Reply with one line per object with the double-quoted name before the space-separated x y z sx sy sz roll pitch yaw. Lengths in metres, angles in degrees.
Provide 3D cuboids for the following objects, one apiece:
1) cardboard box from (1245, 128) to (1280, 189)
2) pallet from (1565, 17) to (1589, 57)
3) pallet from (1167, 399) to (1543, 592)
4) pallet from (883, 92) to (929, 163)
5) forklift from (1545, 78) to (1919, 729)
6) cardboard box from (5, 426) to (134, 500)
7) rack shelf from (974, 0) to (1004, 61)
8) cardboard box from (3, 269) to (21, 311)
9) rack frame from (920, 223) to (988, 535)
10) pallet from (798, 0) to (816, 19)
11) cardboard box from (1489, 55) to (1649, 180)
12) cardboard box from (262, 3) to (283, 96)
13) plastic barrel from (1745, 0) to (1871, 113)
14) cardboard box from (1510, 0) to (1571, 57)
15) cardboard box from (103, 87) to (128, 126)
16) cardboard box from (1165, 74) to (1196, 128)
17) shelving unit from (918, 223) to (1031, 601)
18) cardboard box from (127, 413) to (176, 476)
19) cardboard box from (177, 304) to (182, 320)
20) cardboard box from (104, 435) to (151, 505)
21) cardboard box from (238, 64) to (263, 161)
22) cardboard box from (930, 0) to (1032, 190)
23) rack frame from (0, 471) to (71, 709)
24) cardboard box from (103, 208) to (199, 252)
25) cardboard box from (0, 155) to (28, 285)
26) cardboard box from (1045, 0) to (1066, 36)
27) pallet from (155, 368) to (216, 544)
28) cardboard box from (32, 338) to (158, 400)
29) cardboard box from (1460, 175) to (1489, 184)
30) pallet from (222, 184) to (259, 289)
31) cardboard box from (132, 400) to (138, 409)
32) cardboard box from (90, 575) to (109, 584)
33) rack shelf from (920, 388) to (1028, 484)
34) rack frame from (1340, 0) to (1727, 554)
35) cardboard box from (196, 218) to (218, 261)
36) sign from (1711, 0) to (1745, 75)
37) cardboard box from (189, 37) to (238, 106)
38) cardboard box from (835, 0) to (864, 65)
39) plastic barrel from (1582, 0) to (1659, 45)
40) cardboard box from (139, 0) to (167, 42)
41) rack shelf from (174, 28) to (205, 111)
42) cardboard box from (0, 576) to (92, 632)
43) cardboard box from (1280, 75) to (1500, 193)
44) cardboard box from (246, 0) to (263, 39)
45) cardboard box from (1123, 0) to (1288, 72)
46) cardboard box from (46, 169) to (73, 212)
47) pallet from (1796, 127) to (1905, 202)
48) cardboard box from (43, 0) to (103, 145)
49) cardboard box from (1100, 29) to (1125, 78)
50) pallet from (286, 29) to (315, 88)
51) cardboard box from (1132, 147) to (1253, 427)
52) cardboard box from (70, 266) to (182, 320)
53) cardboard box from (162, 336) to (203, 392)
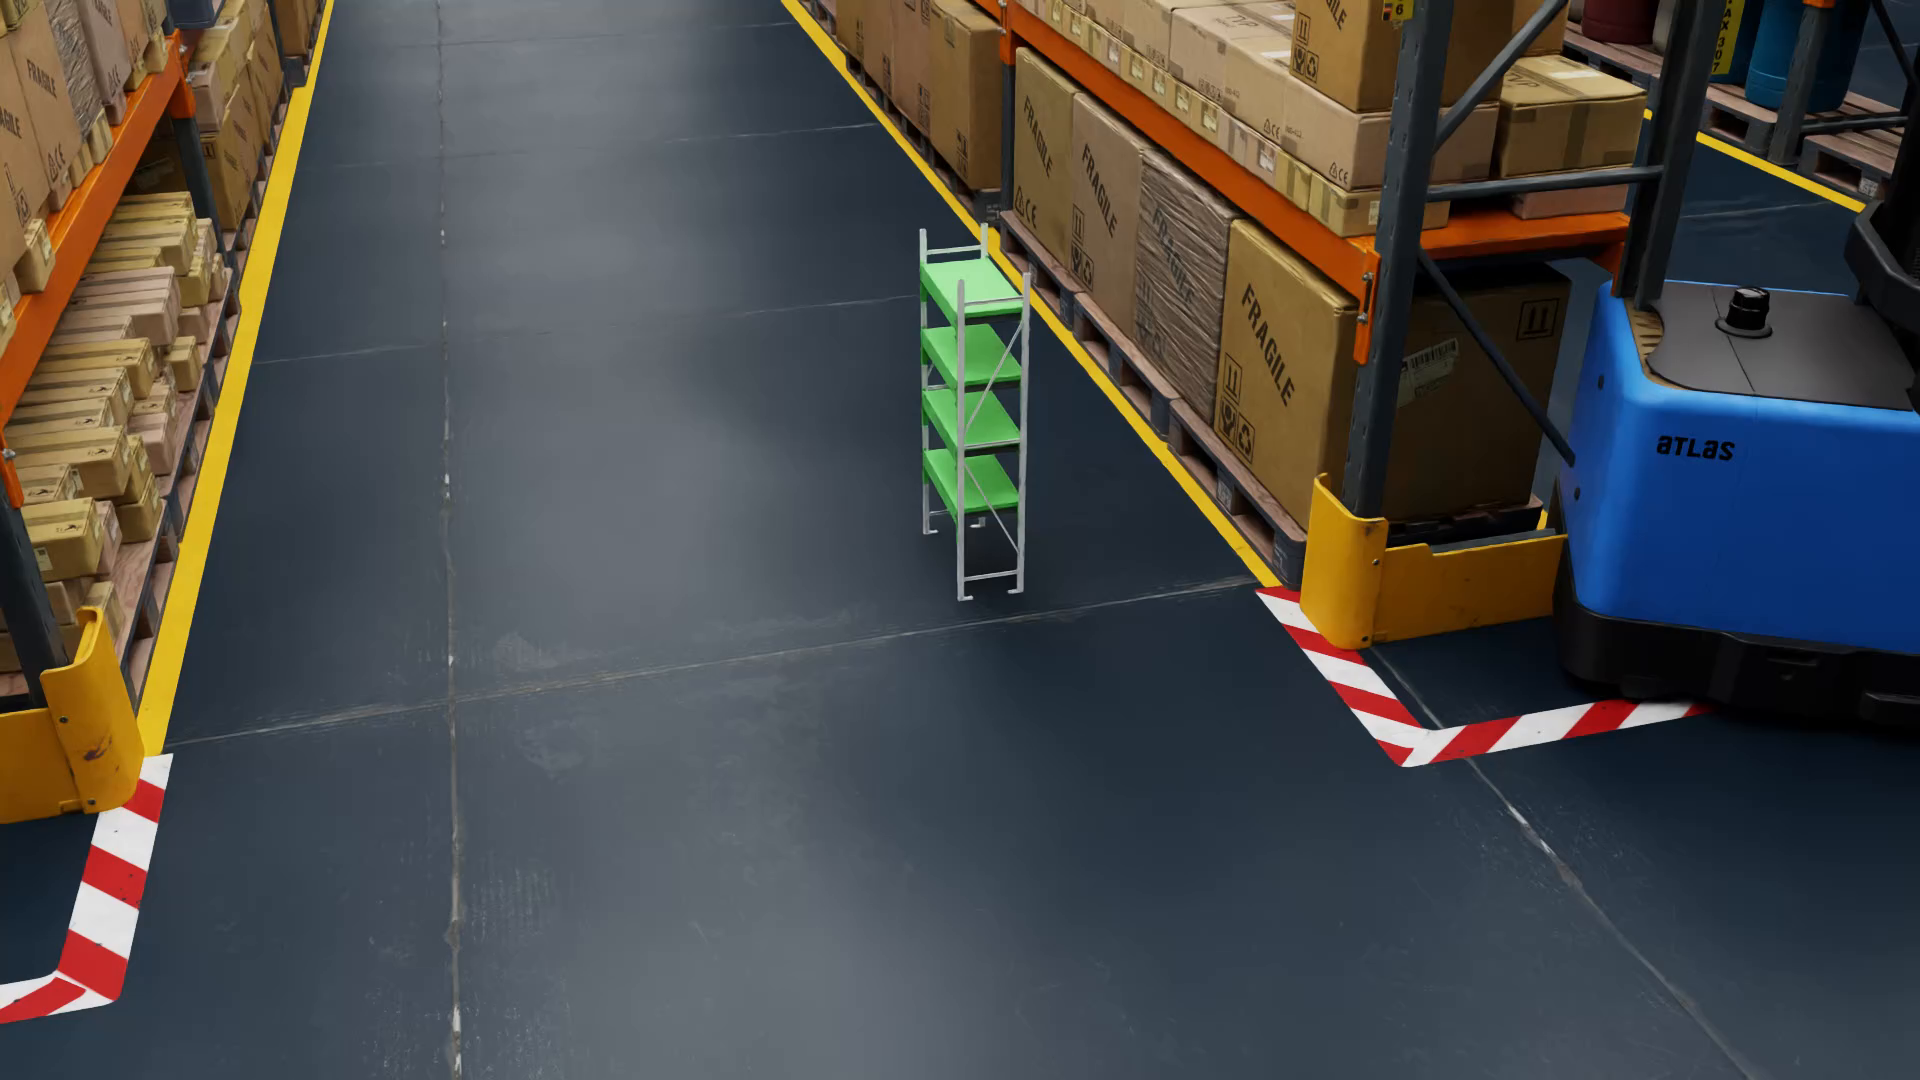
"cardboard box" 1.232 -1.358 5.853 0.380 0.149 0.250 -8 31 -13
"pallet" 4.682 -4.032 13.005 1.003 0.211 1.213 -8 31 -13
"pallet" 1.493 -0.260 6.489 1.003 0.211 1.213 -8 31 -13
"pallet" 0.114 -2.769 10.824 1.003 0.211 1.213 -8 31 -13
"forklift" 3.529 -0.841 4.777 3.031 2.935 1.130 7 31 12
"cardboard box" -2.972 -0.240 5.504 0.380 0.149 0.250 -8 31 -13
"rack shelf" 0.188 -3.678 10.328 1.077 0.370 4.000 -8 31 -13
"cardboard box" -2.906 -0.690 4.698 0.380 0.149 0.250 -7 31 -11
"rack frame" -0.021 -0.557 6.015 0.240 1.200 0.015 -8 31 -13
"pallet" -0.869 -4.714 14.184 1.003 0.211 1.213 -8 31 -13
"cardboard box" 1.913 -1.423 5.567 0.500 0.250 0.500 -9 31 -15
"cardboard box" -4.725 -3.161 10.794 0.500 0.500 0.500 -8 31 -14
"plastic barrel" 5.366 -3.221 10.495 0.600 0.901 0.708 -8 31 -13
"cardboard box" 1.781 -1.989 5.796 0.500 0.500 0.500 -9 31 -14
"cardboard box" -3.456 -1.695 6.435 0.380 0.149 0.250 -9 31 -15
"cardboard box" 1.027 -1.729 6.494 0.380 0.149 0.250 -8 31 -13
"shelving unit" 0.044 -0.439 5.811 0.258 1.200 0.503 -8 31 -13
"cardboard box" -3.184 -0.339 6.269 0.380 0.149 0.250 -9 31 -16
"cardboard box" -3.556 -0.989 7.094 0.380 0.149 0.250 -8 31 -13
"cardboard box" -3.052 -0.229 5.781 0.380 0.149 0.250 -7 31 -12
"cardboard box" -4.325 -2.411 9.498 0.500 0.500 0.500 -7 31 -12
"cardboard box" 0.530 -2.592 9.436 1.225 0.875 0.875 -8 31 -13
"rack frame" -3.028 -0.481 4.086 1.000 3.000 0.127 -8 31 -13
"cardboard box" -3.639 -1.363 7.443 0.380 0.149 0.250 -7 31 -13
"cardboard box" -2.881 -0.906 4.425 0.500 0.500 0.500 -6 31 -11
"cardboard box" 0.617 -2.474 7.780 0.380 0.149 0.250 -7 31 -12
"pallet" -3.550 -0.296 6.550 1.003 0.211 1.213 -8 31 -13
"cardboard box" -3.208 -0.617 6.155 0.380 0.149 0.250 -7 31 -13
"cardboard box" 1.935 -1.322 5.790 0.380 0.149 0.250 -8 31 -14
"pallet" -4.298 -1.582 8.772 1.003 0.211 1.213 -8 31 -13
"cardboard box" -3.388 -0.602 6.425 0.380 0.149 0.250 -6 31 -11
"cardboard box" -3.007 0.160 5.406 0.380 0.149 0.250 -8 31 -13
"rack shelf" 0.044 -0.384 5.843 0.258 0.148 0.480 -8 31 -13
"rack frame" 1.781 -1.091 5.141 1.000 3.000 0.127 -8 31 -13
"cardboard box" -3.700 -1.379 7.769 0.380 0.149 0.250 -7 31 -12
"sign" 2.317 -1.571 5.027 0.100 0.325 0.005 -8 31 -13
"cardboard box" -4.175 -2.486 8.878 0.500 0.250 0.500 -7 31 -12
"cardboard box" -0.180 -3.881 11.663 1.225 0.875 0.875 -9 31 -16
"plastic barrel" 4.879 -3.972 12.107 0.600 0.588 0.708 -8 31 -13
"cardboard box" -3.689 -2.389 6.986 0.500 0.500 0.500 -8 31 -13
"rack shelf" -4.621 -3.067 9.273 1.077 0.370 4.000 -8 31 -13
"cardboard box" -2.920 0.155 5.117 0.380 0.149 0.250 -7 31 -11
"cardboard box" 1.396 -1.354 5.448 0.500 0.250 0.500 -8 31 -14
"cardboard box" -4.573 -3.231 10.166 0.500 0.250 0.500 -7 31 -13
"cardboard box" 0.984 -2.096 6.730 0.500 0.250 0.500 -8 31 -13
"cardboard box" -3.213 -1.191 5.564 0.380 0.149 0.250 -8 31 -14
"pallet" 5.727 -2.125 9.711 1.003 0.211 1.213 -8 31 -13
"cardboard box" -3.307 -1.645 5.701 0.500 0.500 0.500 -9 31 -15
"cardboard box" 0.821 -2.102 7.137 0.380 0.149 0.250 -7 31 -13
"pallet" -5.288 -3.529 12.135 1.003 0.211 1.213 -8 31 -13
"cardboard box" 1.292 -1.092 6.843 0.875 0.875 0.875 -8 31 -13
"cardboard box" -3.411 -0.989 6.797 0.380 0.149 0.250 -9 31 -16
"cardboard box" -3.383 -0.717 6.920 0.380 0.149 0.250 -8 31 -13
